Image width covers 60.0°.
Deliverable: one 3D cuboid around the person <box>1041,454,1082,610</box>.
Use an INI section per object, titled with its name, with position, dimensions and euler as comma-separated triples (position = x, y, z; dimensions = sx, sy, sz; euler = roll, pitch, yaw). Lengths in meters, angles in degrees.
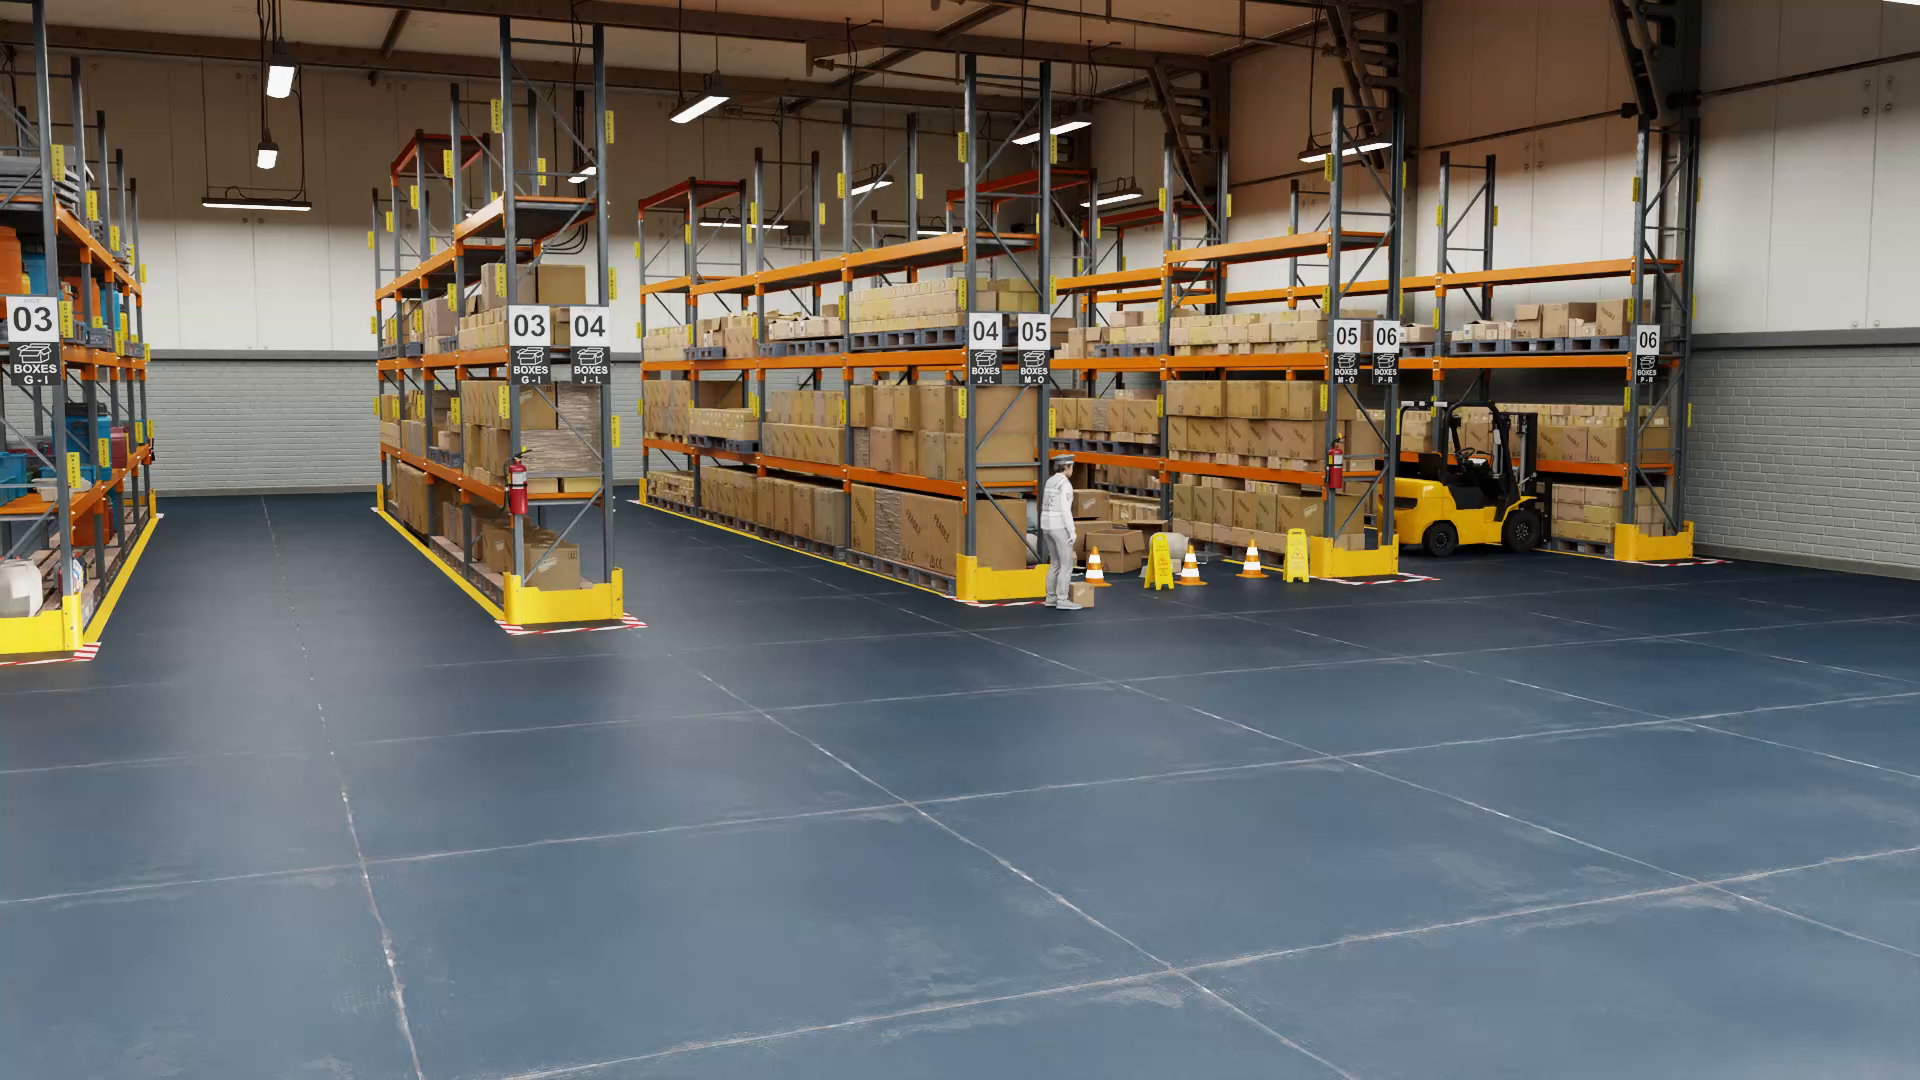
[person]
position = 1.078, -0.096, 17.974
dimensions = 0.371, 1.664, 0.529
euler = -2, 6, -23
